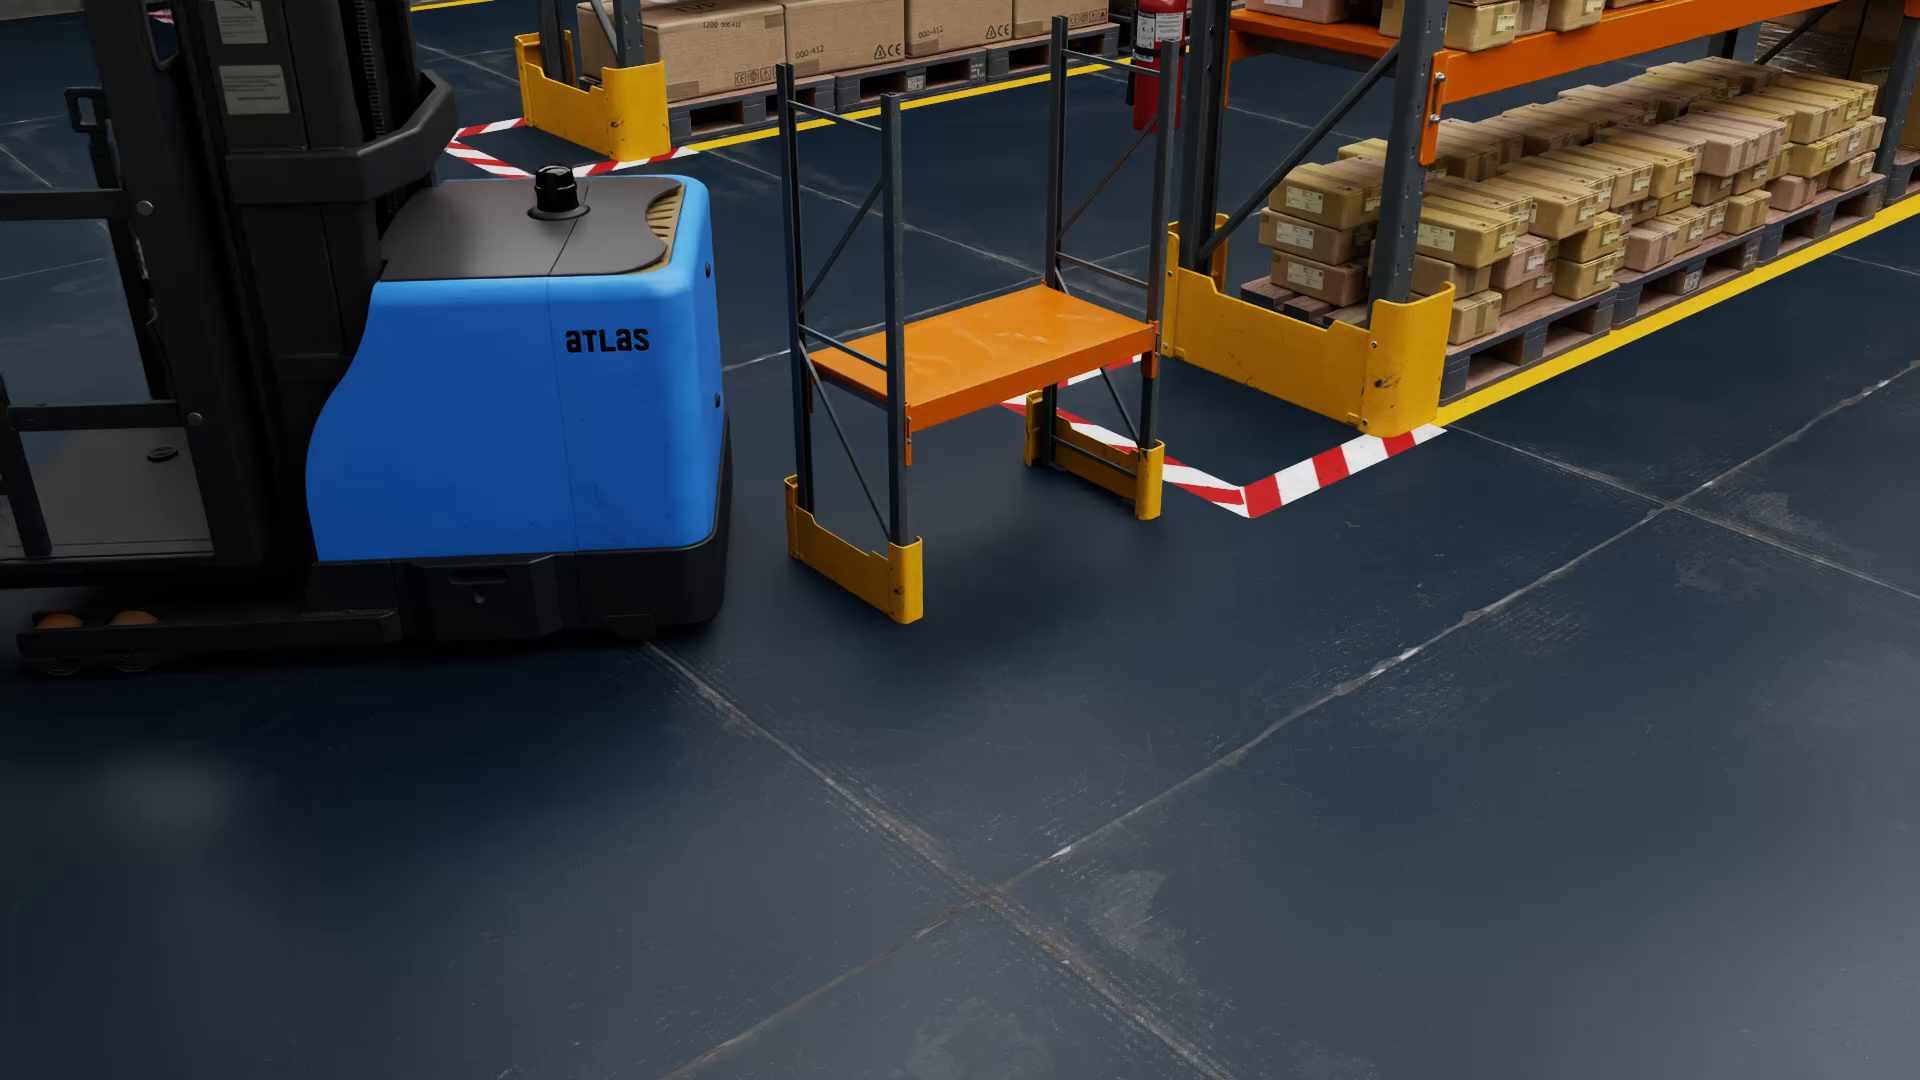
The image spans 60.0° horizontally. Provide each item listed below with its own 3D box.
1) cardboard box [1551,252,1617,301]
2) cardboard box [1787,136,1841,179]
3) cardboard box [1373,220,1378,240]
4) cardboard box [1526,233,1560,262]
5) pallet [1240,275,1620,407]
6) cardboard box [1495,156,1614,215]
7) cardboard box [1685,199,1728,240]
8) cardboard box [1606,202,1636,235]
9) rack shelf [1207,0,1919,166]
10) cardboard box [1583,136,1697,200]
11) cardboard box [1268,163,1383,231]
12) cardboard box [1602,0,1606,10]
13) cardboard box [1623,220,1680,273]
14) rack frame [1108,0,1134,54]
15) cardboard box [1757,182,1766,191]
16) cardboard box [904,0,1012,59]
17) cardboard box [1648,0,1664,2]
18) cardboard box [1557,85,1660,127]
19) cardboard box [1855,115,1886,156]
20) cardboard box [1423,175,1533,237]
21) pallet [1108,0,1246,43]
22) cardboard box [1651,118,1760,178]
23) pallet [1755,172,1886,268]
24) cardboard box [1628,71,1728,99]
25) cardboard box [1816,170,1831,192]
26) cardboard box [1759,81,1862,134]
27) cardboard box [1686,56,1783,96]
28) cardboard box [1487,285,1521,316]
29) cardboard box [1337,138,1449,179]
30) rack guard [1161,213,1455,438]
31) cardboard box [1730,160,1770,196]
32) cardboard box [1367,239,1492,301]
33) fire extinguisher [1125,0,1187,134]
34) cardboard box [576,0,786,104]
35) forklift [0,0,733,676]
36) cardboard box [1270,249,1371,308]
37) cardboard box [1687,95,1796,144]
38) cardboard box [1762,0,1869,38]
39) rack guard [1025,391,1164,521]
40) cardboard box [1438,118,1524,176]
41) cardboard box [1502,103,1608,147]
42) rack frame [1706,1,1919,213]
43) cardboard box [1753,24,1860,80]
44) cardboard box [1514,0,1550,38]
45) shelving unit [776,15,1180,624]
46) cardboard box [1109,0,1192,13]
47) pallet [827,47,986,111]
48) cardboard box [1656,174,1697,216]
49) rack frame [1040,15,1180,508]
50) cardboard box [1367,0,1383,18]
[{"bbox_3d":[2.409,-1.112,6.728,0.250,0.149,0.380,-21,35,-34],"label":"cardboard box"},{"bbox_3d":[3.826,-1.809,7.716,0.250,0.149,0.380,-23,36,-37],"label":"cardboard box"},{"bbox_3d":[1.656,-1.295,6.755,0.250,0.149,0.380,-23,36,-36],"label":"cardboard box"},{"bbox_3d":[2.145,-1.209,6.594,0.250,0.149,0.380,-21,35,-34],"label":"cardboard box"},{"bbox_3d":[1.905,-0.941,6.787,1.213,0.211,1.003,-22,35,-35],"label":"pallet"},{"bbox_3d":[2.367,-1.405,6.644,0.250,0.149,0.380,-24,36,-37],"label":"cardboard box"},{"bbox_3d":[3.143,-1.449,7.358,0.250,0.149,0.380,-21,35,-34],"label":"cardboard box"},{"bbox_3d":[2.551,-1.364,6.884,0.250,0.149,0.380,-24,36,-37],"label":"cardboard box"},{"bbox_3d":[2.728,-2.206,6.959,4.000,0.370,1.077,-22,35,-35],"label":"rack shelf"},{"bbox_3d":[2.814,-1.550,6.916,0.250,0.149,0.380,-21,35,-34],"label":"cardboard box"},{"bbox_3d":[1.445,-1.355,6.551,0.250,0.149,0.380,-21,35,-34],"label":"cardboard box"},{"bbox_3d":[2.180,-2.067,6.202,0.250,0.149,0.380,-20,34,-33],"label":"cardboard box"},{"bbox_3d":[2.787,-1.269,7.022,0.250,0.149,0.380,-24,36,-37],"label":"cardboard box"},{"bbox_3d":[0.960,-4.880,11.198,0.127,3.000,1.000,-22,35,-35],"label":"rack frame"},{"bbox_3d":[3.482,-1.631,7.698,0.250,0.149,0.380,-23,36,-36],"label":"cardboard box"},{"bbox_3d":[-0.268,-3.507,10.903,0.875,0.438,0.875,-23,36,-36],"label":"cardboard box"},{"bbox_3d":[2.608,-2.206,6.463,0.250,0.149,0.380,-23,36,-36],"label":"cardboard box"},{"bbox_3d":[3.014,-2.000,7.758,0.250,0.149,0.380,-21,35,-34],"label":"cardboard box"},{"bbox_3d":[4.216,-1.984,8.044,0.250,0.149,0.380,-21,35,-34],"label":"cardboard box"},{"bbox_3d":[1.957,-1.268,6.388,0.250,0.149,0.380,-21,35,-34],"label":"cardboard box"},{"bbox_3d":[1.498,-3.913,12.348,1.213,0.211,1.003,-22,35,-35],"label":"pallet"},{"bbox_3d":[3.203,-1.698,7.193,0.250,0.149,0.380,-23,36,-37],"label":"cardboard box"},{"bbox_3d":[3.761,-1.688,8.184,1.213,0.211,1.003,-22,35,-35],"label":"pallet"},{"bbox_3d":[3.444,-2.137,8.014,0.250,0.149,0.380,-22,35,-36],"label":"cardboard box"},{"bbox_3d":[3.920,-1.772,7.962,0.250,0.149,0.380,-21,34,-34],"label":"cardboard box"},{"bbox_3d":[3.979,-2.031,7.816,0.250,0.149,0.380,-21,35,-34],"label":"cardboard box"},{"bbox_3d":[3.853,-2.295,8.309,0.250,0.149,0.380,-20,34,-33],"label":"cardboard box"},{"bbox_3d":[1.959,-0.995,6.508,0.250,0.149,0.380,-22,35,-35],"label":"cardboard box"},{"bbox_3d":[1.788,-1.536,6.890,0.250,0.149,0.380,-23,36,-36],"label":"cardboard box"},{"bbox_3d":[1.264,-0.833,6.278,0.348,0.500,1.175,-22,35,-35],"label":"rack guard"},{"bbox_3d":[3.390,-1.682,7.479,0.250,0.149,0.380,-21,35,-34],"label":"cardboard box"},{"bbox_3d":[1.772,-1.039,6.276,0.250,0.149,0.380,-20,34,-33],"label":"cardboard box"},{"bbox_3d":[0.715,-1.802,5.917,0.183,0.674,0.296,-22,35,-35],"label":"fire extinguisher"},{"bbox_3d":[-1.646,-2.949,9.858,0.875,0.438,0.875,-23,36,-37],"label":"cardboard box"},{"bbox_3d":[-2.223,-1.182,4.351,3.031,2.935,1.130,-2,28,-4],"label":"forklift"},{"bbox_3d":[1.471,-1.076,6.659,0.250,0.149,0.380,-21,35,-34],"label":"cardboard box"},{"bbox_3d":[3.546,-1.901,7.573,0.250,0.149,0.380,-21,34,-33],"label":"cardboard box"},{"bbox_3d":[4.652,-2.868,8.844,0.500,0.250,0.500,-23,36,-36],"label":"cardboard box"},{"bbox_3d":[0.437,-0.286,5.520,0.087,0.250,0.587,-22,35,-35],"label":"rack guard"},{"bbox_3d":[2.194,-1.695,7.187,0.250,0.149,0.380,-20,34,-33],"label":"cardboard box"},{"bbox_3d":[2.647,-1.826,7.432,0.250,0.149,0.380,-22,35,-35],"label":"cardboard box"},{"bbox_3d":[4.249,-3.136,7.935,0.127,3.000,1.000,-22,35,-35],"label":"rack frame"},{"bbox_3d":[4.649,-2.535,9.018,0.500,0.500,0.500,-23,36,-36],"label":"cardboard box"},{"bbox_3d":[1.832,-1.875,5.843,0.250,0.149,0.380,-20,34,-33],"label":"cardboard box"},{"bbox_3d":[0.058,-0.685,4.940,1.083,1.500,0.587,-22,35,-35],"label":"shelving unit"},{"bbox_3d":[1.379,-4.346,12.009,0.875,0.875,0.875,-21,34,-33],"label":"cardboard box"},{"bbox_3d":[-0.598,-3.070,10.771,1.213,0.211,1.003,-22,35,-35],"label":"pallet"},{"bbox_3d":[2.943,-1.541,7.215,0.250,0.149,0.380,-20,34,-33],"label":"cardboard box"},{"bbox_3d":[0.452,-0.843,5.236,0.032,1.500,0.500,-22,35,-35],"label":"rack frame"},{"bbox_3d":[1.484,-2.065,6.198,0.250,0.149,0.380,-22,35,-35],"label":"cardboard box"}]
